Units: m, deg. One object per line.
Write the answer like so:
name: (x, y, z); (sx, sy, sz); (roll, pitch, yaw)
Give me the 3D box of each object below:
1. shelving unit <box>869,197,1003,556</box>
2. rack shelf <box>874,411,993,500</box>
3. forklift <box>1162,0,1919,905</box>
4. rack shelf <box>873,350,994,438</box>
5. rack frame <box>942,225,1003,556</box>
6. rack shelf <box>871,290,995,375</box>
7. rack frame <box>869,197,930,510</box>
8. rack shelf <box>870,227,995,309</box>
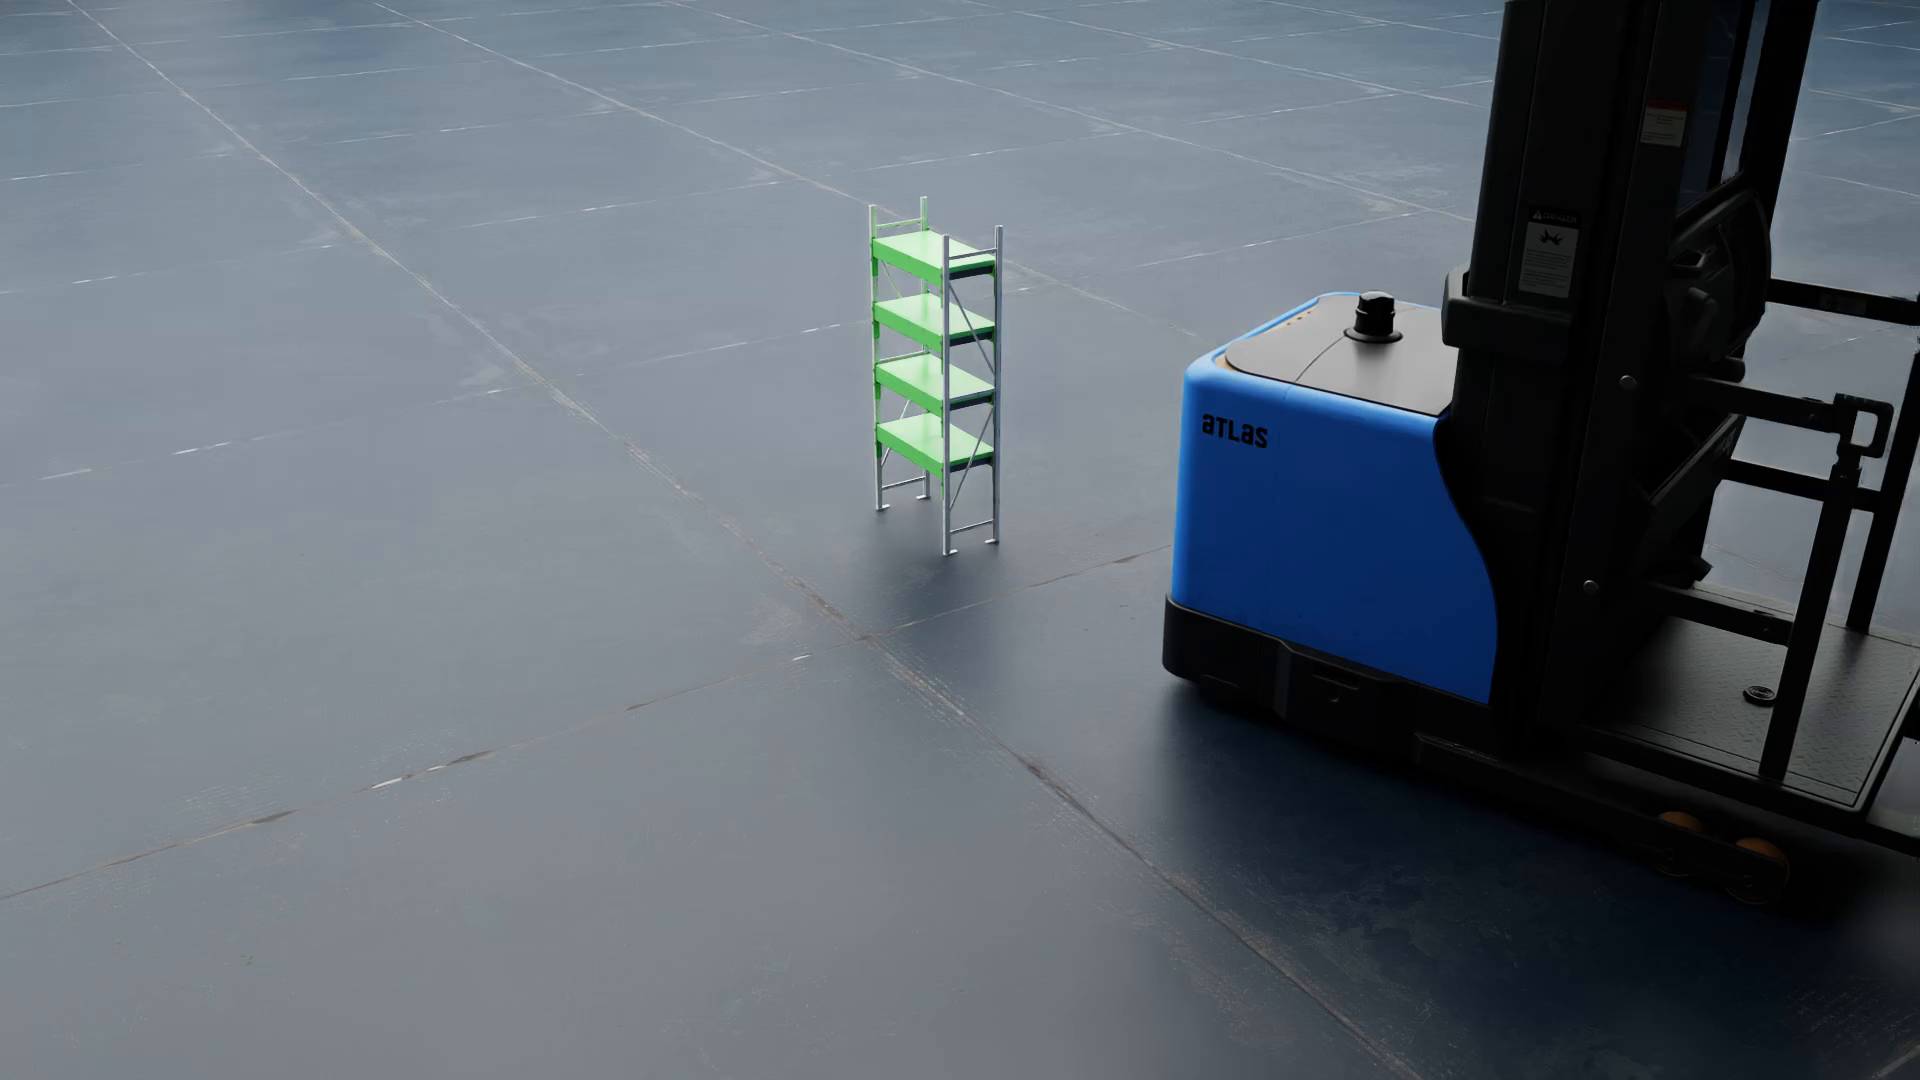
shelving unit: (-0.090, -0.602, 6.119); (0.258, 1.200, 0.503); (-16, 29, -30)
rack shelf: (-0.090, -0.327, 6.249); (0.258, 0.148, 0.480); (-16, 29, -30)
forklift: (2.118, -0.648, 4.189); (3.031, 2.935, 1.130); (18, 31, 33)
rack shelf: (-0.090, -0.544, 6.147); (0.258, 0.148, 0.480); (-16, 29, -30)
rack frame: (0.043, -0.515, 5.934); (0.240, 1.200, 0.015); (-16, 29, -30)
rack shelf: (-0.090, -0.761, 6.044); (0.258, 0.148, 0.480); (-16, 29, -30)
rack frame: (-0.224, -0.689, 6.304); (0.240, 1.200, 0.015); (-16, 29, -30)
rack shelf: (-0.090, -0.978, 5.942); (0.258, 0.148, 0.480); (-16, 29, -30)
